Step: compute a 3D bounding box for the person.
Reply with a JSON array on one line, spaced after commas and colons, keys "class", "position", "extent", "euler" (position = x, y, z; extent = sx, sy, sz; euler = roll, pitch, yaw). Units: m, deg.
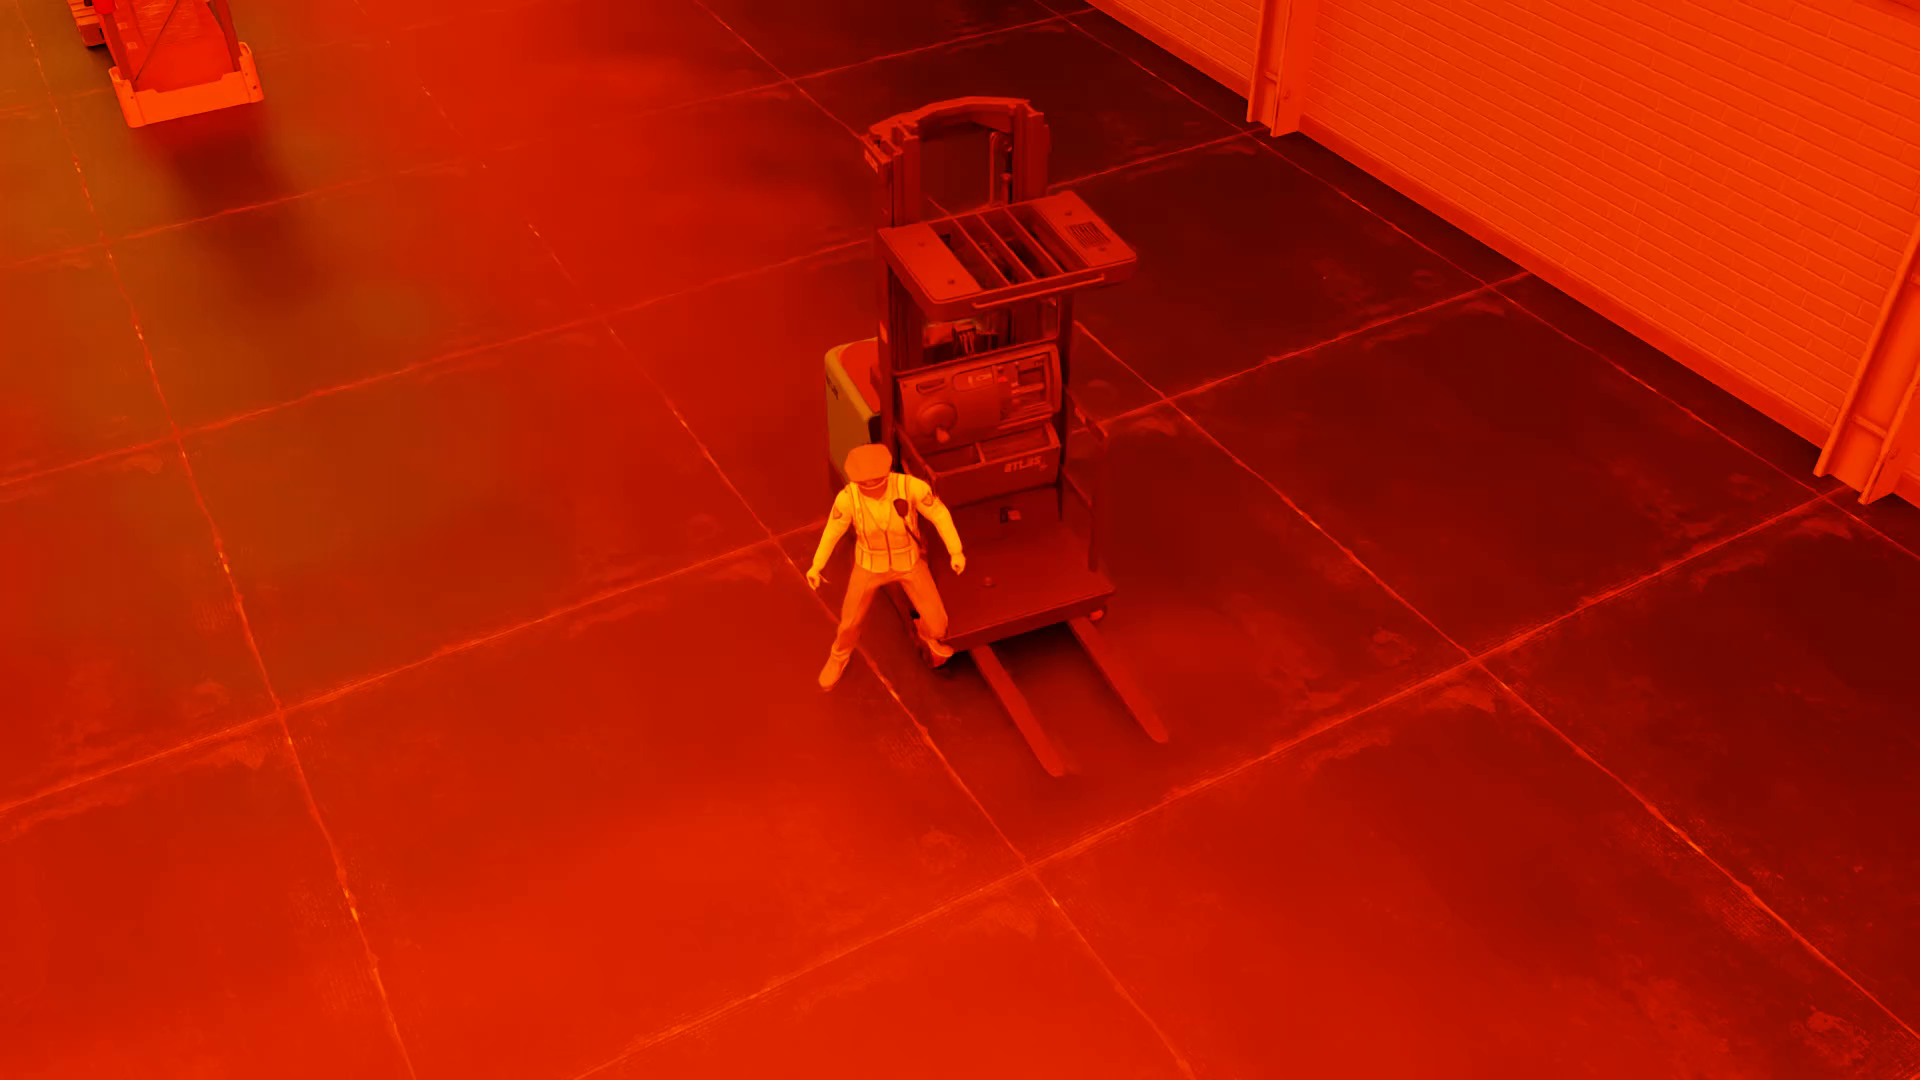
[{"class": "person", "position": [-0.394, 0.158, 8.895], "extent": [0.856, 1.636, 0.424], "euler": [-3, 40, -3]}]

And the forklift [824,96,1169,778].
[{"class": "forklift", "position": [0.202, -0.714, 8.897], "extent": [1.130, 2.935, 3.031], "euler": [-15, 42, -17]}]
